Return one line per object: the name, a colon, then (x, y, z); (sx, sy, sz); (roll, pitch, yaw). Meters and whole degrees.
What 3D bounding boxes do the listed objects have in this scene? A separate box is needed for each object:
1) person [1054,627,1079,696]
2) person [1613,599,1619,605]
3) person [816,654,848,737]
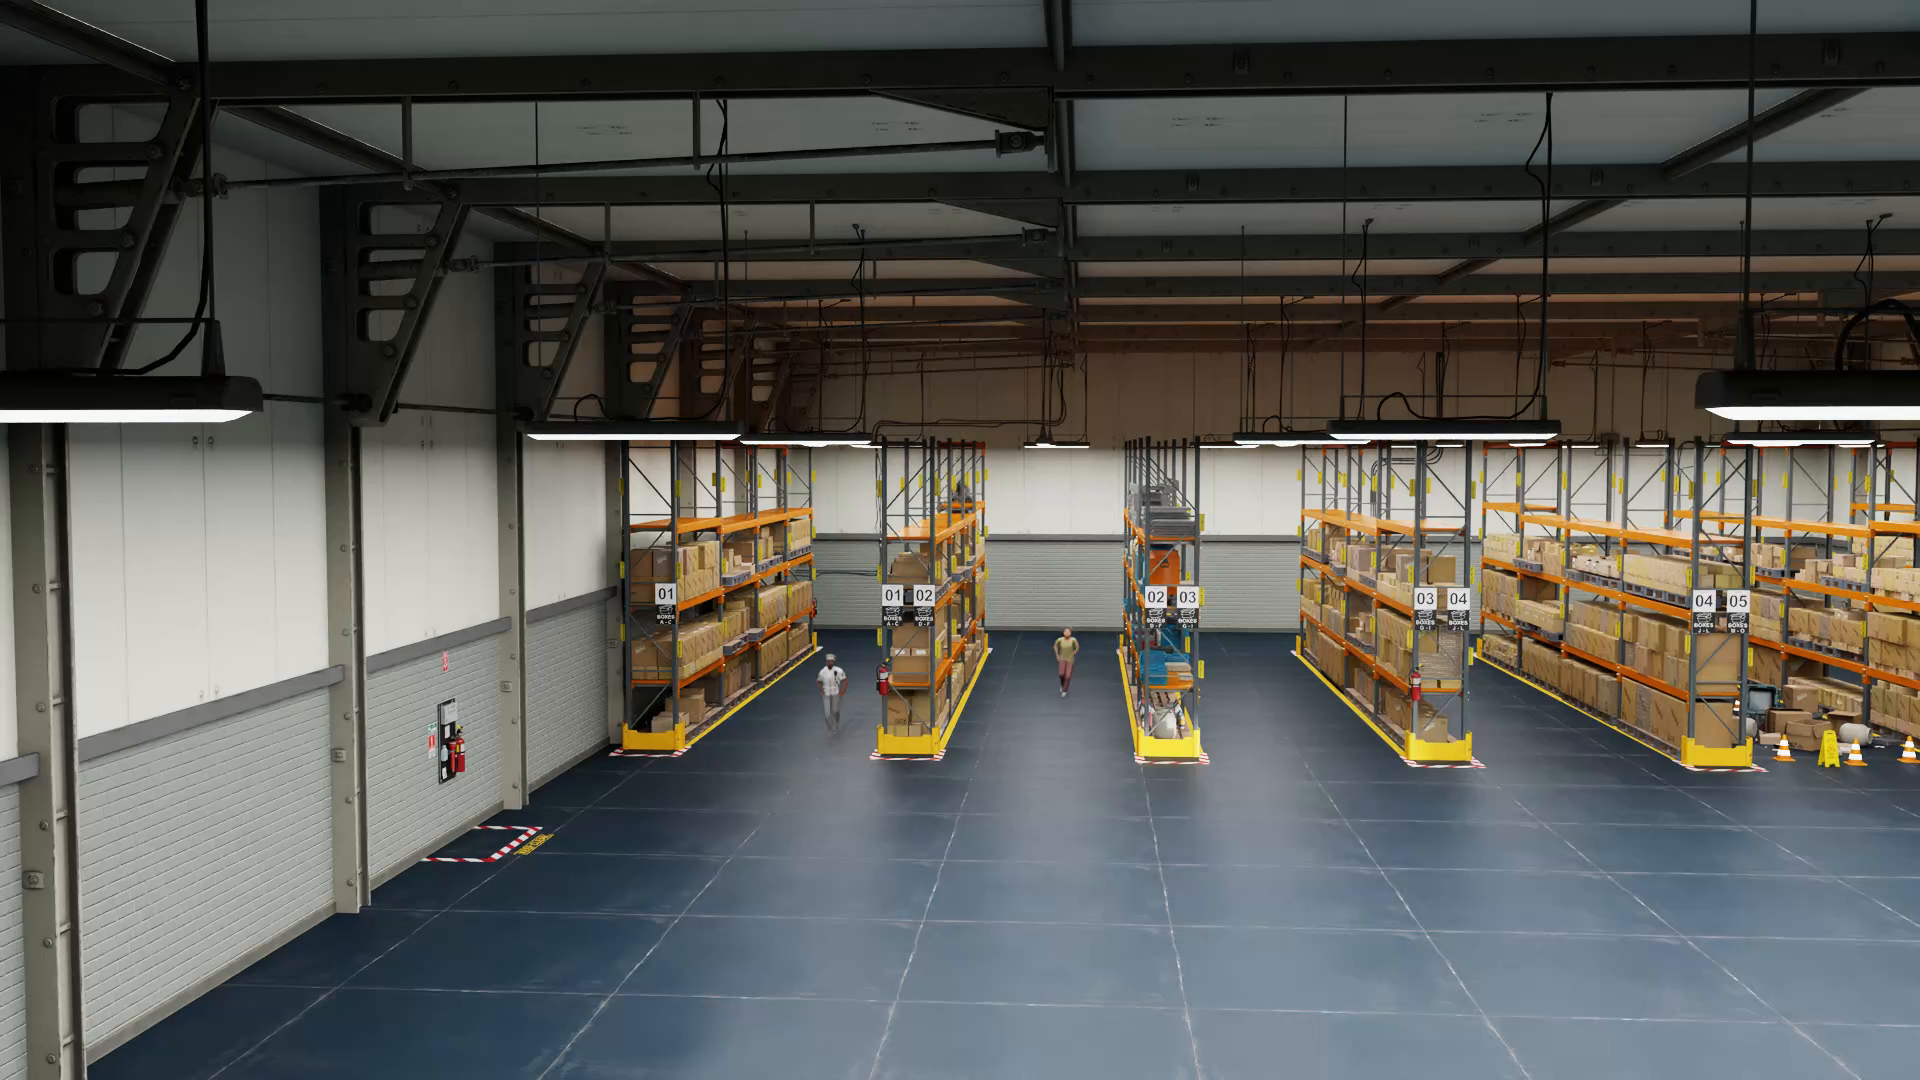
person: (2.485, 2.831, 38.724); (0.581, 1.628, 0.578); (0, 3, 3)
person: (18.692, 2.439, 47.090); (0.598, 1.554, 0.522); (0, 3, -3)
person: (-2.581, 3.112, 33.384); (0.628, 1.655, 0.541); (0, 3, 3)
